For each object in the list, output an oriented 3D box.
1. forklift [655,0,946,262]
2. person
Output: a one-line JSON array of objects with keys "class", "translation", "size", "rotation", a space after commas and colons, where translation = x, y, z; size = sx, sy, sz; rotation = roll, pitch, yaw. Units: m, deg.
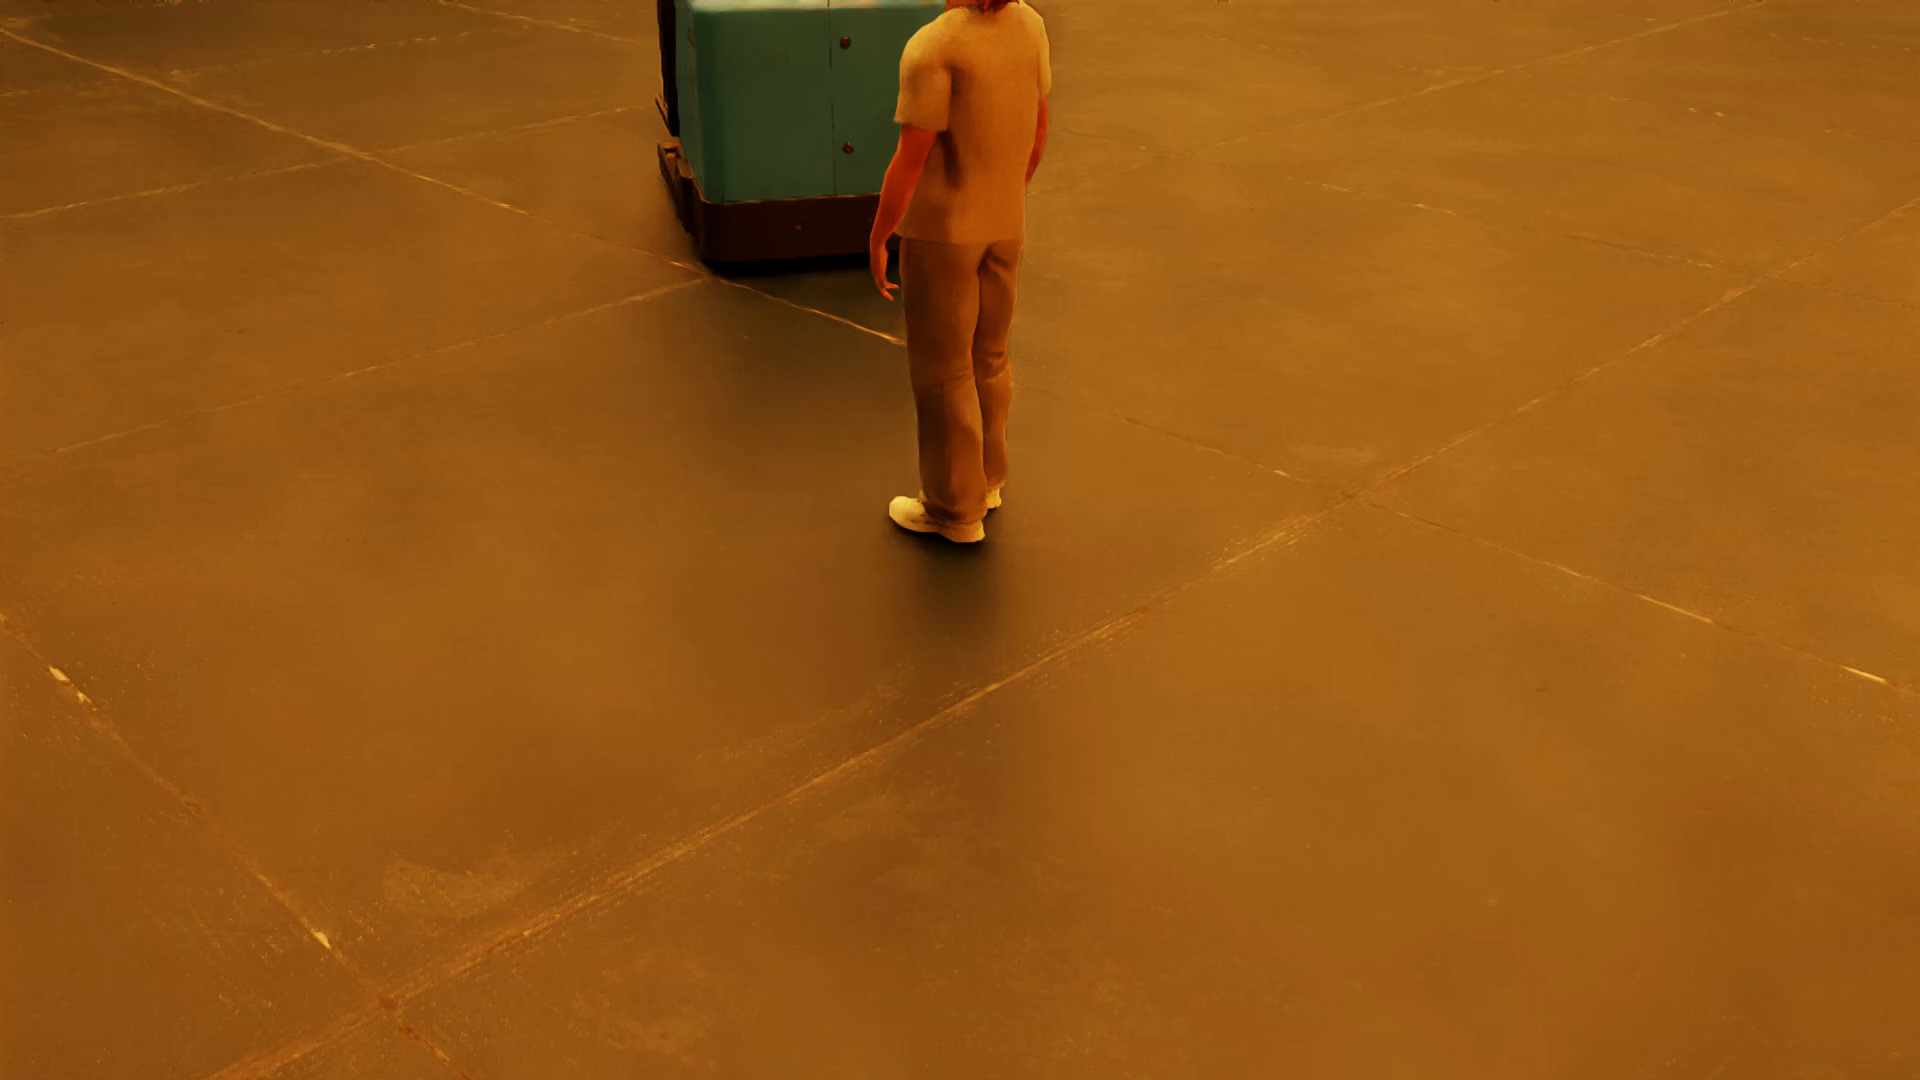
[{"class": "forklift", "translation": [-0.866, -3.055, 7.443], "size": [1.130, 2.935, 3.031], "rotation": [-6, 27, -13]}, {"class": "person", "translation": [-0.043, -0.786, 4.226], "size": [0.550, 1.674, 0.548], "rotation": [-24, 35, -39]}]
